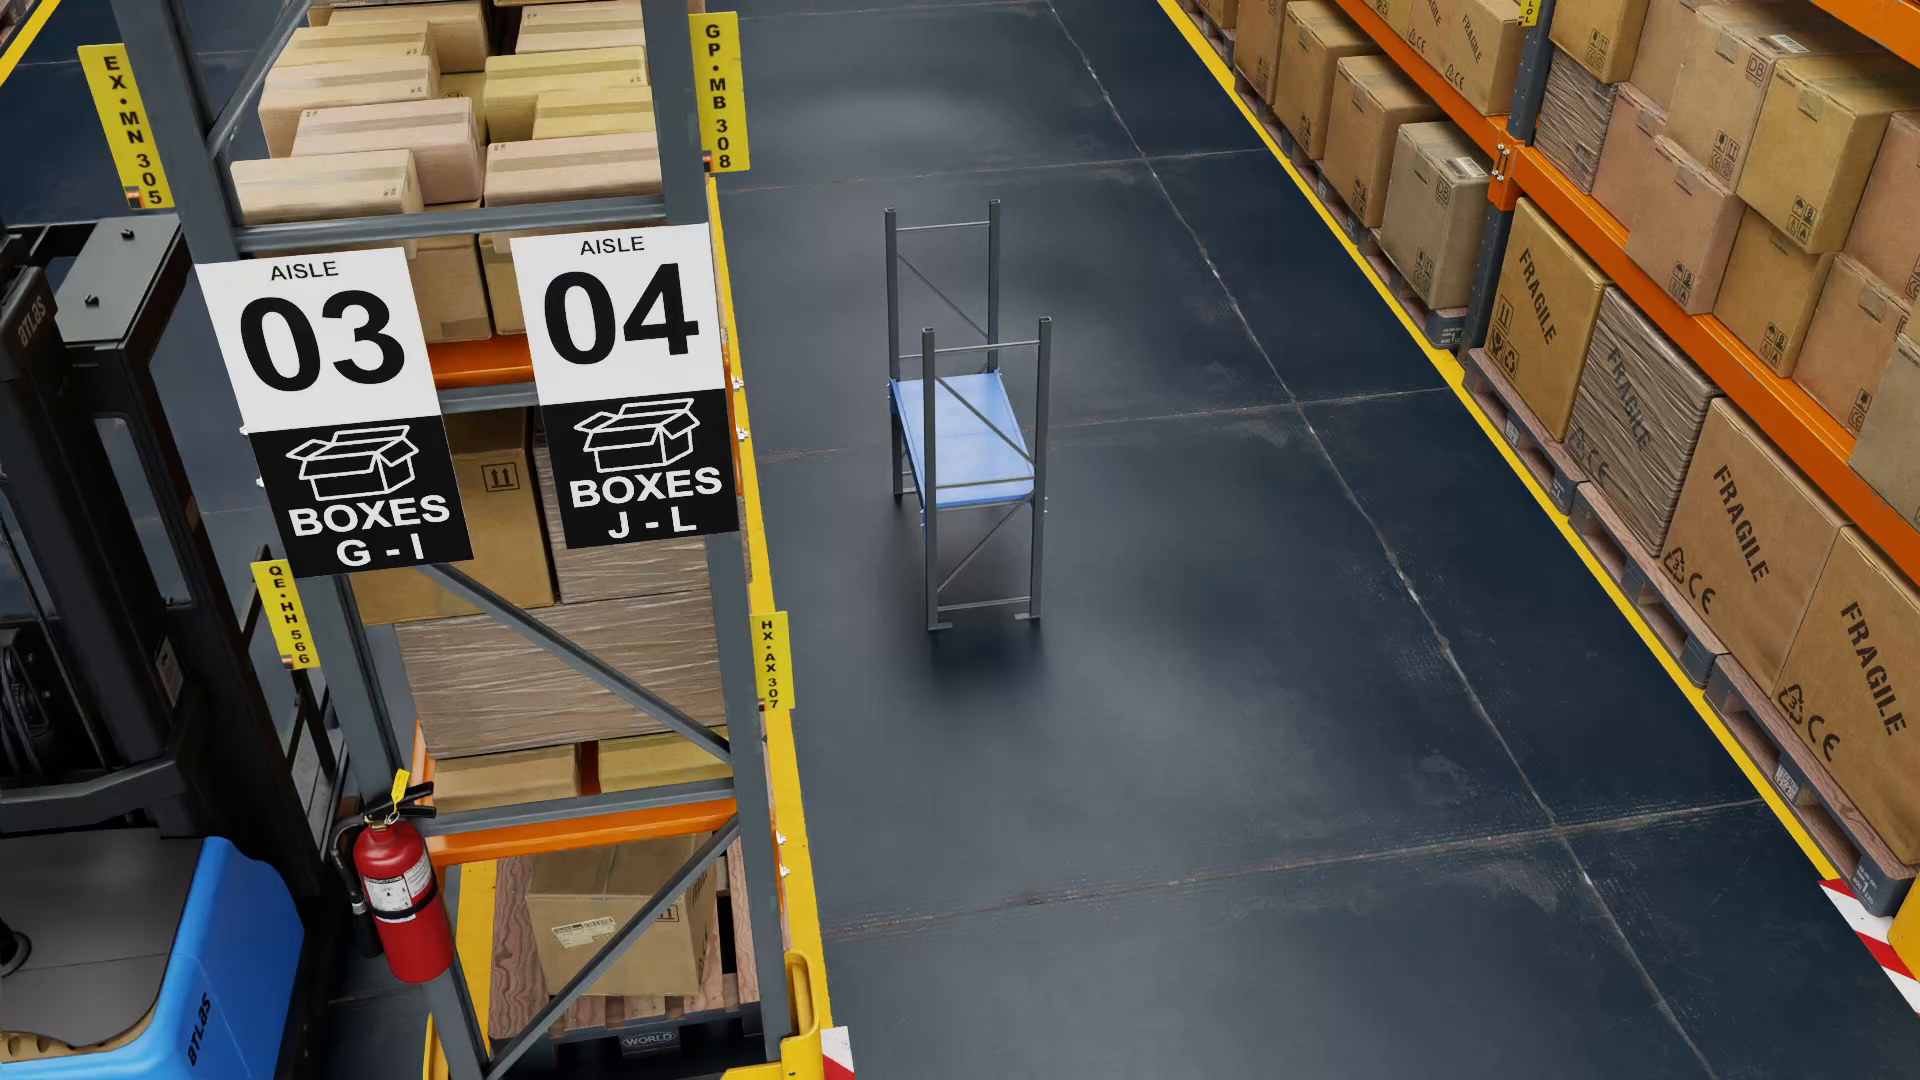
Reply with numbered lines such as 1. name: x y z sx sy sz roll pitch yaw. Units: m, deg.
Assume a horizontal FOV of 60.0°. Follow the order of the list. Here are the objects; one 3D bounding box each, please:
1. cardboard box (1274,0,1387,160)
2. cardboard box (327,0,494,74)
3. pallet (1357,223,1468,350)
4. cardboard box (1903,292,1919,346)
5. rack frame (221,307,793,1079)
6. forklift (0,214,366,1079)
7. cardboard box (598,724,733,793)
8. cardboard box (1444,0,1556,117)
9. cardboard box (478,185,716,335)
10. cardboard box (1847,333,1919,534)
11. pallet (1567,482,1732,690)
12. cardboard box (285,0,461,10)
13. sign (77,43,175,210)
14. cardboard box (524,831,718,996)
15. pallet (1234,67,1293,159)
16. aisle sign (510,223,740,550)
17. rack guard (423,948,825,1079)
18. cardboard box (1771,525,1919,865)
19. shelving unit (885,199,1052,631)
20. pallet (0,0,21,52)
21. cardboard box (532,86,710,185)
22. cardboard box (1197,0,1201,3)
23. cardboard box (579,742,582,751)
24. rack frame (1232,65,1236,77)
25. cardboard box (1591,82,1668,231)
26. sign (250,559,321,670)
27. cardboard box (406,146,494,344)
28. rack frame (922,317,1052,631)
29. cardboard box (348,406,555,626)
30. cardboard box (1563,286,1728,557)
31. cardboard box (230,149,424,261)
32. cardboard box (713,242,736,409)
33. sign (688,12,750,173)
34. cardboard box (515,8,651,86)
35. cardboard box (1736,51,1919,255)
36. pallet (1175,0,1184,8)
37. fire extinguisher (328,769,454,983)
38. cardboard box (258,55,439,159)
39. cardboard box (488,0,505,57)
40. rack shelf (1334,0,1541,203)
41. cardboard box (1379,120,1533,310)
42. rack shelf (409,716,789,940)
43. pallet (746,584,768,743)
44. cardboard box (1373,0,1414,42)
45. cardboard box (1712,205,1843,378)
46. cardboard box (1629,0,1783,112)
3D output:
1. cardboard box: 2.662 -2.966 10.614 1.050 0.750 0.750 -6 38 -7
2. cardboard box: -1.441 -1.341 4.384 0.380 0.149 0.250 -6 38 -7
3. pallet: 2.979 -1.534 9.553 1.003 0.211 1.213 -6 38 -8
4. cardboard box: 3.676 -0.798 5.330 0.875 0.550 0.550 -6 38 -8
5. rack frame: -1.011 0.711 4.390 1.000 3.000 0.127 -6 38 -8
6. forklift: -2.758 0.164 5.149 1.130 2.935 3.031 -5 38 -6
7. cardboard box: -0.826 0.612 4.722 0.380 0.149 0.250 -6 38 -8
8. cardboard box: 2.834 -2.504 8.446 0.500 0.500 0.500 -6 38 -8
9. cardboard box: -0.841 -0.733 3.926 0.500 0.250 0.500 -5 38 -7
10. cardboard box: 3.662 -0.370 5.659 0.875 0.550 0.550 -6 38 -8
11. pallet: 3.462 0.130 7.411 1.003 0.211 1.213 -6 38 -8
12. cardboard box: -1.532 -1.737 4.365 0.500 0.500 0.500 -6 38 -8
13. sign: -1.561 -0.776 3.137 0.100 0.325 0.005 -6 38 -8
14. cardboard box: -1.104 1.153 5.516 0.500 0.500 0.500 0 38 1
15. pallet: 2.552 -3.008 11.450 1.003 0.211 1.213 -6 38 -8
16. aisle sign: -0.705 -0.311 3.586 0.394 0.787 0.004 -6 38 -8
17. rack guard: -1.024 1.652 5.216 1.175 0.500 0.348 -6 38 -8
18. cardboard box: 3.706 0.509 6.039 0.875 0.875 0.875 -6 38 -8
19. shelving unit: 0.015 -0.541 7.224 0.538 1.500 1.048 -6 38 -8
20. pallet: -7.679 -3.694 12.333 1.003 0.211 1.213 -6 38 -8
21. cardboard box: -0.782 -0.930 3.855 0.380 0.149 0.250 -5 38 -7
22. cardboard box: 2.027 -4.456 12.736 0.500 0.500 0.500 -5 38 -6
23. cardboard box: -1.307 0.509 4.855 0.380 0.149 0.250 -6 38 -8
24. rack frame: 2.487 -4.594 11.218 1.000 3.000 0.127 -6 38 -8
25. cardboard box: 3.384 -1.686 7.352 0.875 0.550 0.550 -6 38 -8
26. sign: -1.561 0.176 3.877 0.100 0.325 0.005 -6 38 -8
27. cardboard box: -1.345 -0.678 3.856 0.500 0.250 0.500 -5 38 -7
28. rack frame: 0.104 -0.234 6.828 0.500 1.500 0.032 -6 38 -8
29. cardboard box: -1.351 -0.147 4.355 0.500 0.500 0.500 -6 38 -8
30. cardboard box: 3.392 -0.573 7.432 0.875 0.875 0.875 -6 38 -8
31. cardboard box: -1.367 -0.706 3.566 0.380 0.149 0.250 -6 38 -8
32. cardboard box: -0.920 -0.505 4.817 0.500 0.500 0.500 -6 38 -8
33. sign: -0.477 -0.877 3.277 0.100 0.325 0.005 -6 38 -8
34. cardboard box: -0.925 -1.242 4.256 0.380 0.149 0.250 -5 38 -6
35. cardboard box: 3.490 -1.457 6.178 0.875 0.550 0.500 -6 38 -8
36. pallet: 2.141 -4.700 13.628 1.003 0.211 1.213 -6 38 -8
37. fire extinguisher: -1.444 0.860 4.261 0.296 0.674 0.183 -6 38 -8
38. cardboard box: -1.453 -1.029 3.982 0.380 0.149 0.250 -8 39 -10
39. cardboard box: -1.517 -1.290 4.643 0.500 0.250 0.500 -5 38 -7
40. rack shelf: 2.838 -3.102 9.884 1.077 0.370 4.000 -6 38 -8
41. cardboard box: 2.991 -1.820 9.140 1.050 0.750 0.750 -6 38 -8
42. rack shelf: -1.361 -0.213 6.166 1.077 0.370 4.000 -6 38 -8
43. pallet: -1.342 0.536 6.888 1.003 0.211 1.213 -6 38 -8
44. cardboard box: 2.657 -3.114 9.232 0.500 0.500 0.500 -6 38 -7
45. cardboard box: 3.554 -1.037 6.518 0.875 0.550 0.500 -6 38 -8
46. cardboard box: 3.430 -2.117 7.028 0.875 0.550 0.550 -6 38 -8
